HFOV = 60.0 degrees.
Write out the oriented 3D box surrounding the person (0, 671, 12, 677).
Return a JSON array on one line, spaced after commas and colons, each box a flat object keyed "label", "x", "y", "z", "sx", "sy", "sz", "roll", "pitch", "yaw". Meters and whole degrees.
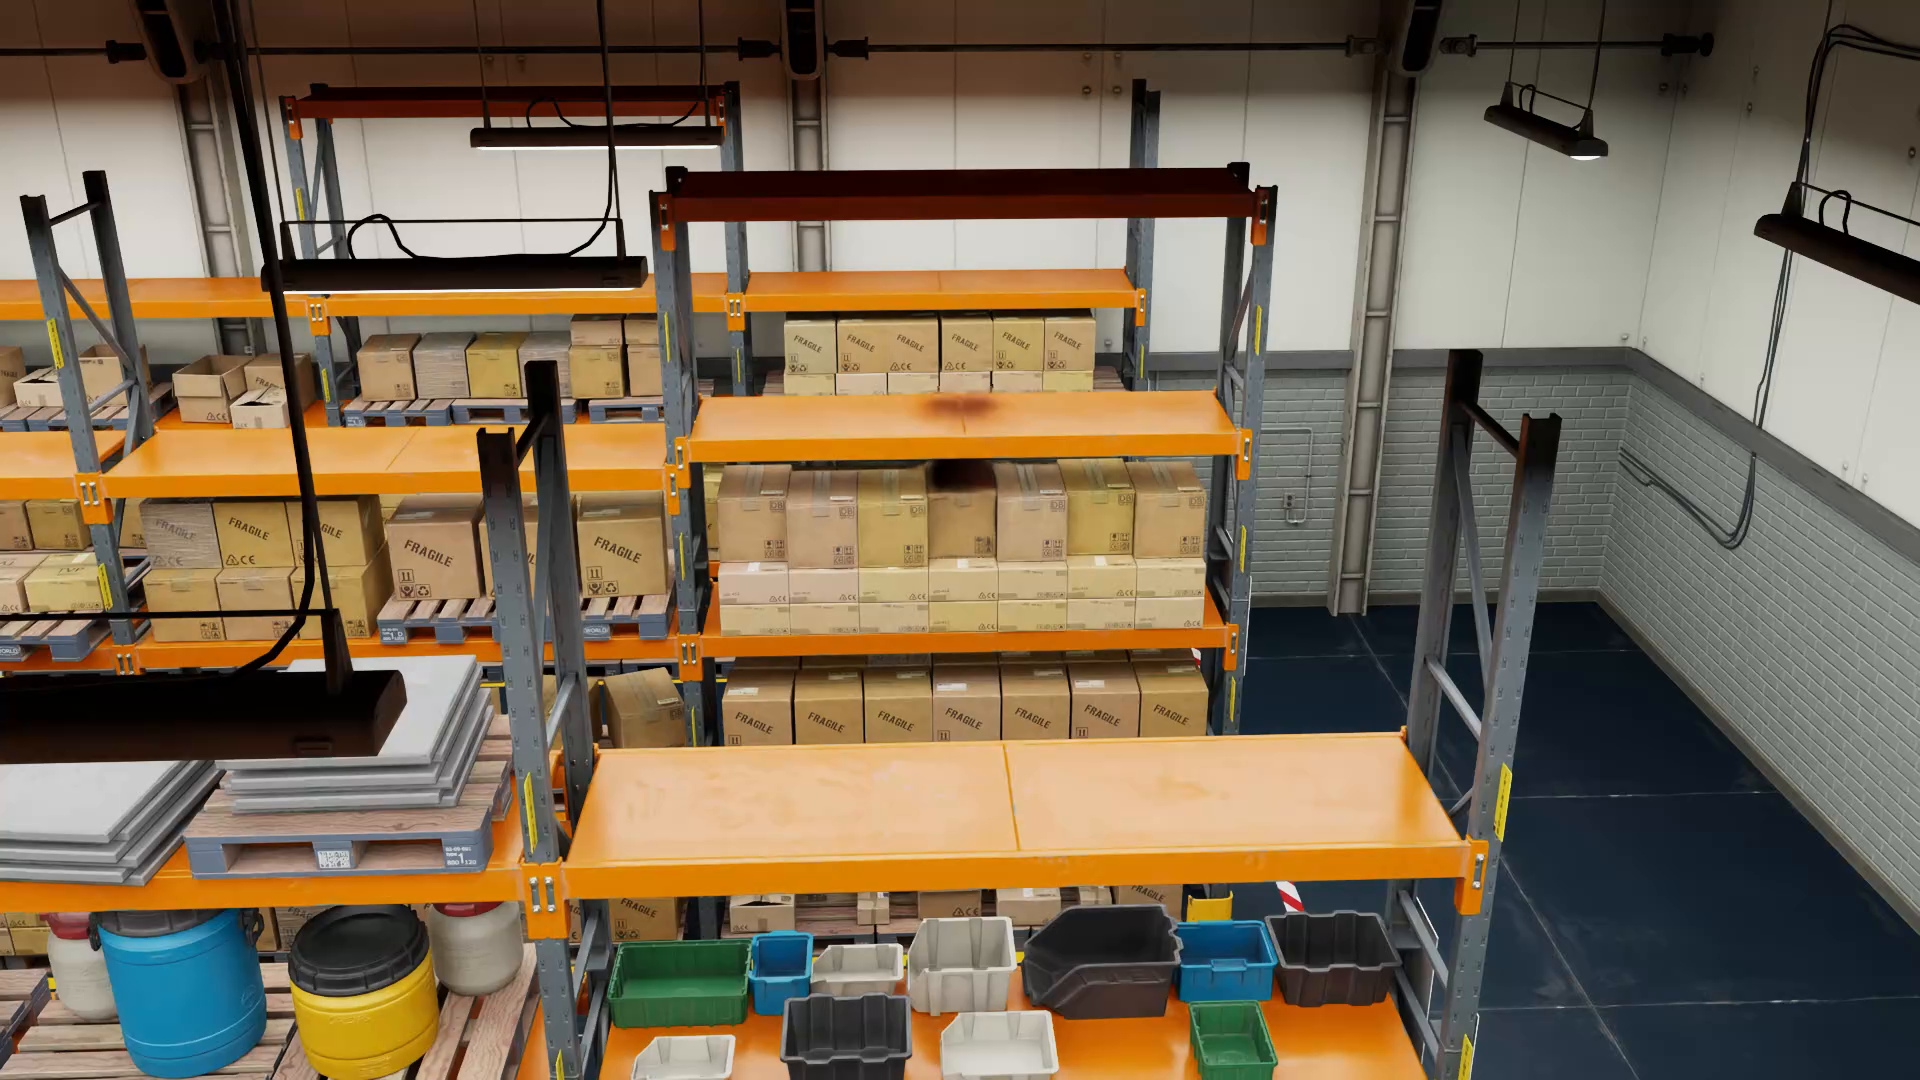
[{"label": "person", "x": -9.174, "y": 1.378, "z": 15.520, "sx": 0.650, "sy": 1.851, "sz": 0.390, "roll": 0, "pitch": 22, "yaw": -1}]
